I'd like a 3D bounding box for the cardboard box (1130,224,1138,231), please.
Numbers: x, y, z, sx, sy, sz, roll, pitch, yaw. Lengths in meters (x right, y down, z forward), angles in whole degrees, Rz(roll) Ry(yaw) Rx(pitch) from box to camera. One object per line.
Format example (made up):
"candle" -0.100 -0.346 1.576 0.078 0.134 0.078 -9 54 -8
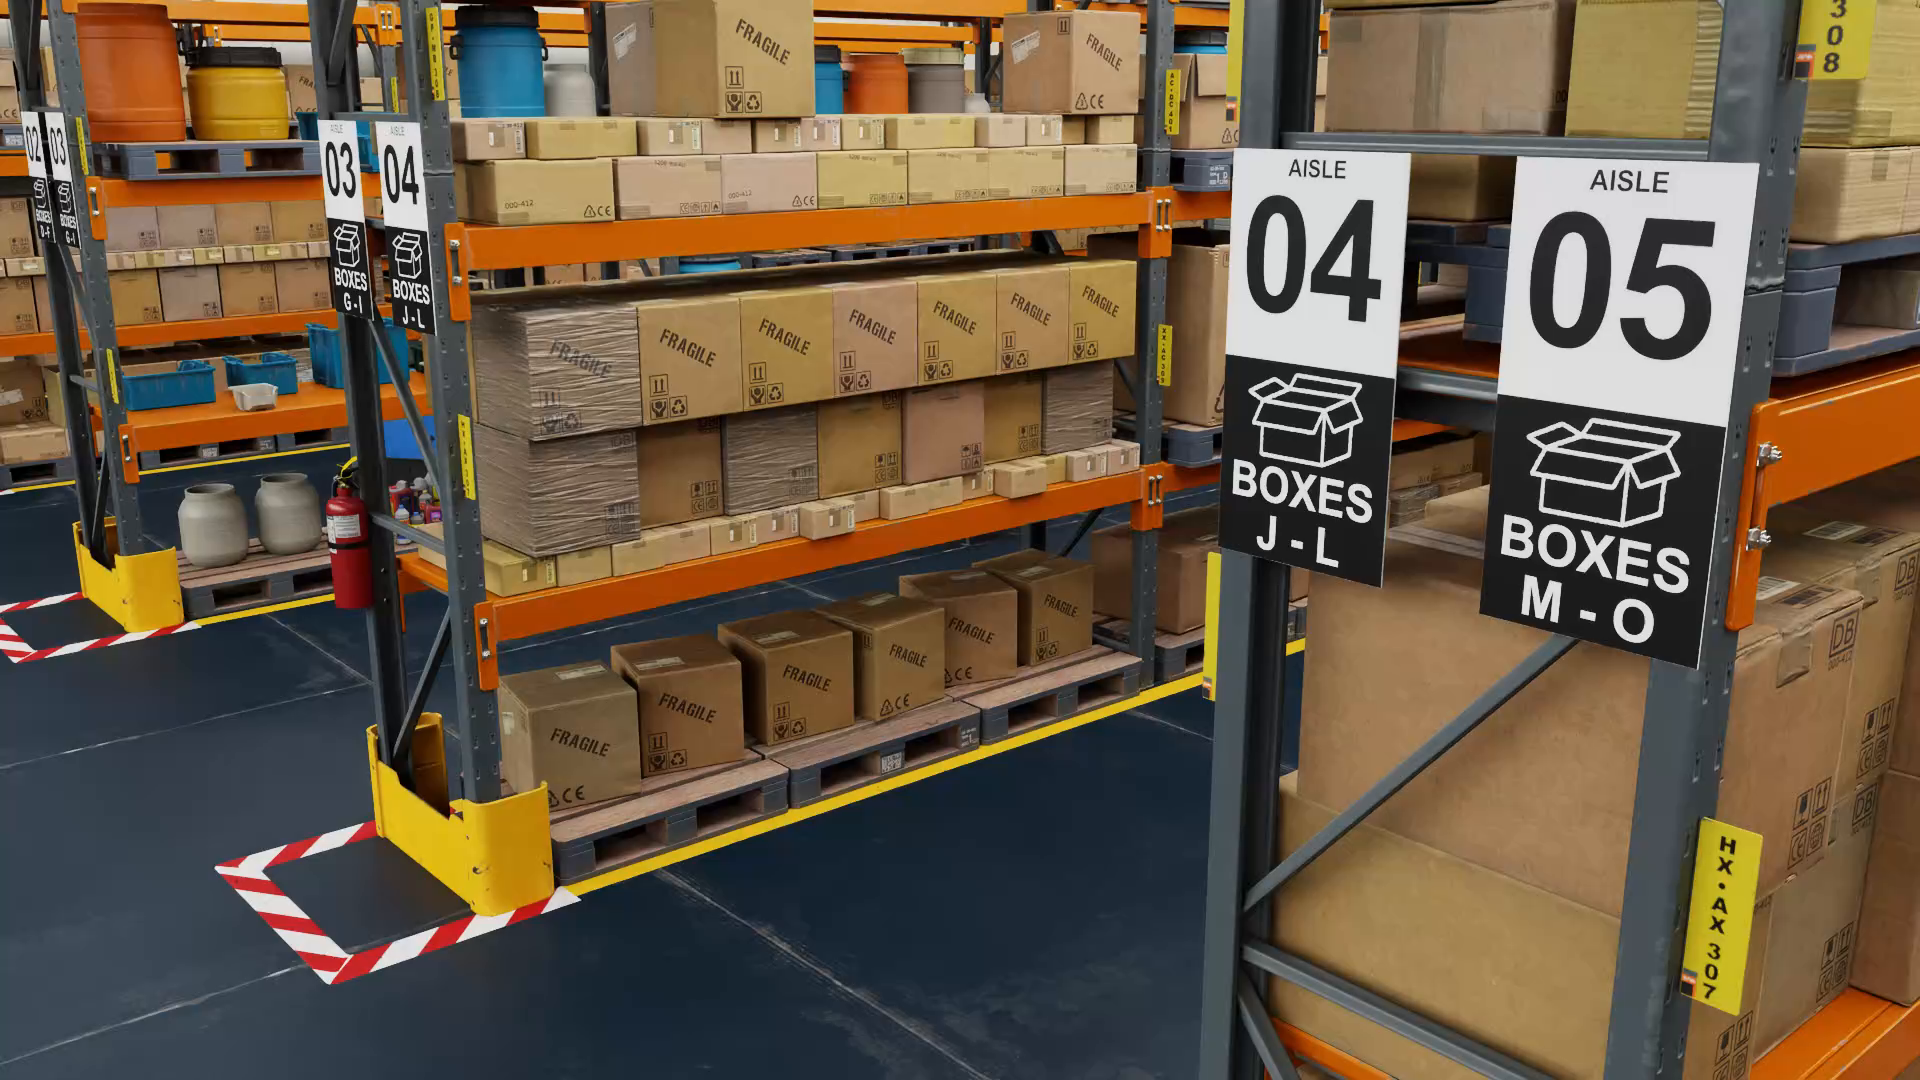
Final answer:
"cardboard box" 2.366 -4.396 23.203 0.500 0.500 0.500 -12 19 -39

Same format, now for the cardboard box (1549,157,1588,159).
"cardboard box" 1.123 -0.770 3.489 0.250 0.149 0.380 -12 19 -39

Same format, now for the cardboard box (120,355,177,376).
"cardboard box" -7.480 -1.395 15.222 0.500 0.500 0.500 -13 19 -39

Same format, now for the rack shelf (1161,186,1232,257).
"rack shelf" 2.251 -2.127 10.483 4.000 0.370 1.077 -13 19 -39

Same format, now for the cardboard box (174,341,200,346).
"cardboard box" -9.397 -2.327 20.287 0.380 0.166 0.250 13 20 40

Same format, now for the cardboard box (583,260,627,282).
"cardboard box" -3.996 -3.055 18.180 0.500 0.500 0.500 -14 20 -42

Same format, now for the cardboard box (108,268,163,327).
"cardboard box" -7.644 -2.236 15.116 0.500 0.500 0.700 -12 19 -39

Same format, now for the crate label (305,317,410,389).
"crate label" -4.316 -1.355 11.942 0.616 0.435 0.502 -13 19 -39

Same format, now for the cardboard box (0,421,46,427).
"cardboard box" -8.565 -0.961 15.051 0.500 0.250 0.500 -13 19 -39

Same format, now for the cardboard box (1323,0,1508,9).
"cardboard box" 0.935 -1.114 3.230 0.250 0.149 0.380 -12 19 -39

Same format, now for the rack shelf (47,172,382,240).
"rack shelf" -4.018 -2.414 11.557 4.000 0.370 1.077 -13 19 -39

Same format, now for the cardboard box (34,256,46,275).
"cardboard box" -7.952 -2.412 14.517 0.250 0.149 0.380 -13 19 -39

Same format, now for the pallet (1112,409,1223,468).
"pallet" 1.414 -0.695 9.913 1.213 0.211 1.003 -13 19 -39

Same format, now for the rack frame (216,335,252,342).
"rack frame" -9.013 -3.580 20.340 0.127 3.000 1.000 -13 19 -39

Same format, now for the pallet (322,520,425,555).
"pallet" -3.964 0.009 12.306 1.213 0.211 1.003 -13 19 -39

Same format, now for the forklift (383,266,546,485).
"forklift" -4.182 -2.176 15.215 1.130 2.935 3.031 3 15 12

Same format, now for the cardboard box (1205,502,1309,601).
"cardboard box" 2.013 0.036 10.793 0.700 0.500 0.500 14 20 42

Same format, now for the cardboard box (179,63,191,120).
"cardboard box" -7.083 -4.131 15.307 0.637 0.503 0.797 -10 18 -33

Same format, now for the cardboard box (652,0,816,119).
"cardboard box" -0.978 -2.091 7.214 0.500 0.500 0.500 -13 20 -40

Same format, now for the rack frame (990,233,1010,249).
"rack frame" 0.277 -3.971 21.805 0.127 3.000 1.000 -13 19 -39

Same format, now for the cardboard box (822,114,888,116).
"cardboard box" -0.495 -2.083 8.441 0.250 0.149 0.380 -13 20 -40

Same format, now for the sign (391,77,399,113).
"sign" -5.393 -4.246 15.864 0.005 0.325 0.100 -13 19 -39

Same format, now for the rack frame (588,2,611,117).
"rack frame" -2.509 -4.550 12.345 0.127 3.000 1.000 -13 19 -39

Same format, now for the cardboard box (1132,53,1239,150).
"cardboard box" 1.161 -2.449 9.281 0.637 0.503 0.797 -14 20 -42

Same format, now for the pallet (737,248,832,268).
"pallet" -2.275 -3.330 19.774 1.003 0.211 1.213 -13 19 -39

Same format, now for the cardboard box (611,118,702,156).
"cardboard box" -1.295 -1.704 7.024 0.250 0.149 0.380 -12 19 -37

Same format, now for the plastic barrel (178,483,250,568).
"plastic barrel" -5.081 -0.101 11.322 0.421 0.512 0.421 0 15 0

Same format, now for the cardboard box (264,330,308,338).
"cardboard box" -8.468 -2.713 21.084 0.500 0.500 0.700 -12 19 -38

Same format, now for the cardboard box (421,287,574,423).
"cardboard box" -2.023 -0.826 7.321 0.500 0.500 0.500 -13 19 -39

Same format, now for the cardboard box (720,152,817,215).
"cardboard box" -0.981 -1.589 7.365 0.500 0.250 0.500 -13 20 -40

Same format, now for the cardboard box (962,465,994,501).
"cardboard box" -0.041 -0.320 8.623 0.250 0.149 0.380 -13 19 -39

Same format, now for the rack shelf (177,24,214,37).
"rack shelf" -10.522 -5.790 18.390 4.000 0.370 1.077 -13 19 -39

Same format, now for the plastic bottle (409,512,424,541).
"plastic bottle" -3.877 -0.098 11.875 0.097 0.201 0.097 0 15 0

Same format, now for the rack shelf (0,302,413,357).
"rack shelf" -7.267 -1.930 15.556 4.000 0.370 1.077 -13 19 -39

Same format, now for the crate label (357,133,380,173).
"crate label" -3.898 -2.604 11.161 0.408 0.251 0.502 -13 19 -39

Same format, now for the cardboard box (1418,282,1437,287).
"cardboard box" 3.378 -1.517 11.607 0.500 0.500 0.500 13 20 40

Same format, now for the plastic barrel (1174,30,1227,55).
"plastic barrel" 2.338 -4.582 16.493 0.708 0.901 0.600 -13 19 -39

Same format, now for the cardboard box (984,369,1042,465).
"cardboard box" -0.039 -0.737 8.926 0.500 0.500 0.875 -13 19 -39

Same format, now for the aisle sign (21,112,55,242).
"aisle sign" -5.776 -2.275 10.418 0.004 0.787 0.394 -13 19 -39

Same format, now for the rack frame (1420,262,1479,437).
"rack frame" 3.759 -1.365 12.046 0.127 3.000 1.000 -13 19 -39

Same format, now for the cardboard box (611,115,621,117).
"cardboard box" -3.869 -4.599 17.818 0.500 0.250 0.500 -13 20 -40

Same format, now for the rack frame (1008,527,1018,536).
"rack frame" 0.309 -1.084 12.739 0.015 2.100 0.400 -13 19 -39

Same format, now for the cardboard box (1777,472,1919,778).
"cardboard box" 2.075 0.144 4.014 0.550 0.550 0.875 -13 19 -39

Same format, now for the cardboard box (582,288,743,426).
"cardboard box" -1.300 -0.808 7.254 0.500 0.500 0.500 -13 19 -39

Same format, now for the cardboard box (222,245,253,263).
"cardboard box" -6.782 -2.675 15.502 0.250 0.149 0.380 -12 19 -38

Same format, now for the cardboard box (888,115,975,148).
"cardboard box" -0.142 -1.977 8.045 0.250 0.149 0.380 -12 19 -37

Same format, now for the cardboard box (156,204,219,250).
"cardboard box" -7.225 -2.960 15.310 0.500 0.500 0.700 -13 19 -39

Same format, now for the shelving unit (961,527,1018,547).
"shelving unit" 0.125 -1.042 12.584 0.503 2.100 0.431 -13 19 -39

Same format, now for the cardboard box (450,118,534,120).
"cardboard box" -1.998 -1.708 7.036 0.250 0.149 0.380 -13 20 -41

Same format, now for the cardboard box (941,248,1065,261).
"cardboard box" 0.236 -1.335 9.229 0.500 0.500 0.500 -13 19 -39

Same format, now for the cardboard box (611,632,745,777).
"cardboard box" -1.365 0.785 8.029 0.500 0.500 0.500 -7 17 -25

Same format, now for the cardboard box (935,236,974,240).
"cardboard box" -0.227 -4.186 21.601 0.700 0.500 0.500 8 17 28

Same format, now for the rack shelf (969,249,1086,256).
"rack shelf" 1.786 -3.963 23.167 4.000 0.370 1.077 -13 19 -39

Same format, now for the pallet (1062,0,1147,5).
"pallet" 1.072 -5.059 15.393 1.003 0.211 1.213 -13 19 -39

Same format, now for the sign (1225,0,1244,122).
"sign" 0.558 -0.973 3.207 0.005 0.325 0.100 -13 19 -39

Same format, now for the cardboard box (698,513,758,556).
"cardboard box" -1.136 -0.055 7.631 0.250 0.149 0.380 -13 19 -39

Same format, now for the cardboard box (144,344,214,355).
"cardboard box" -7.444 -1.581 15.917 0.500 0.500 0.500 -13 19 -39
